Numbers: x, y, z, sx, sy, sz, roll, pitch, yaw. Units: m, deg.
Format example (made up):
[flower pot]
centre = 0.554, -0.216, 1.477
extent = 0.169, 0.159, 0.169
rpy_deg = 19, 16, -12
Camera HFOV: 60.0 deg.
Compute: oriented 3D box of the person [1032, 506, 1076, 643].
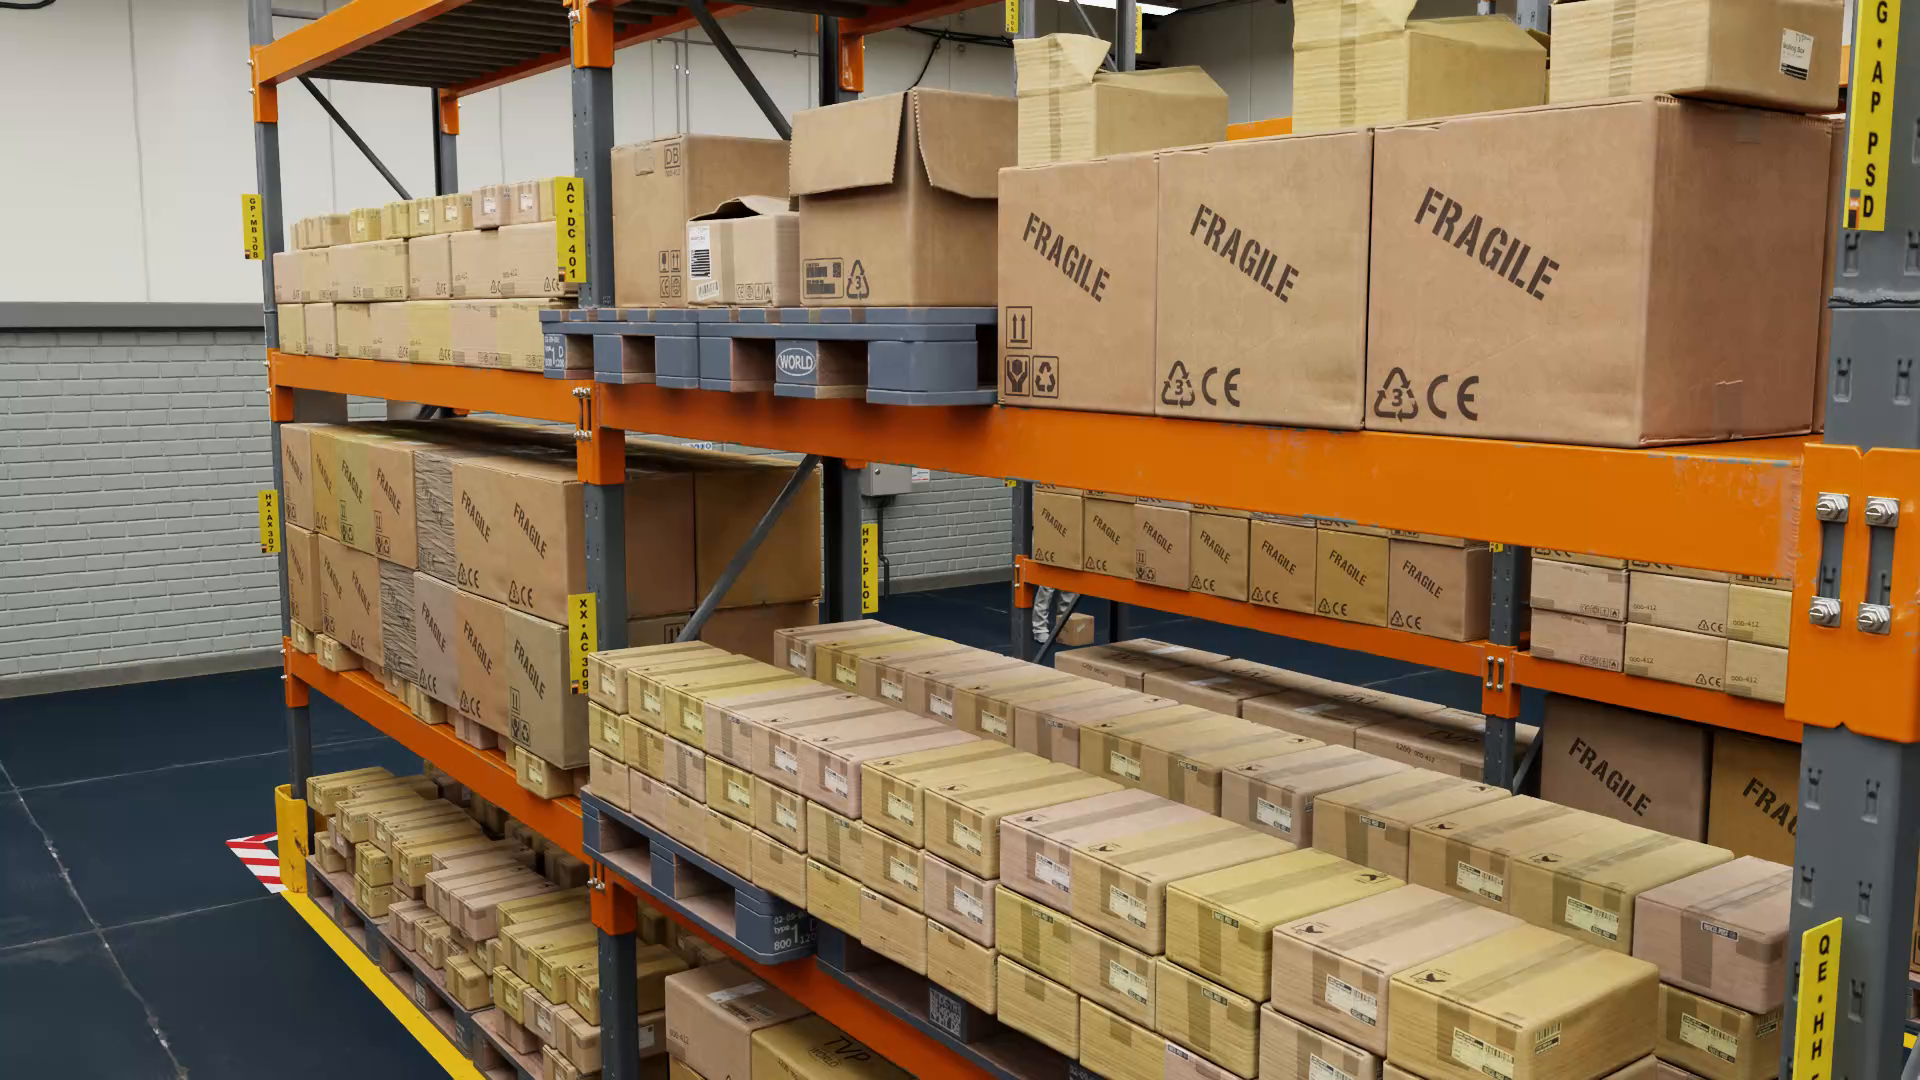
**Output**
[person]
centre = 0.923, 0.047, 15.412
extent = 0.625, 1.773, 0.451
rpy_deg = -6, 10, -39
